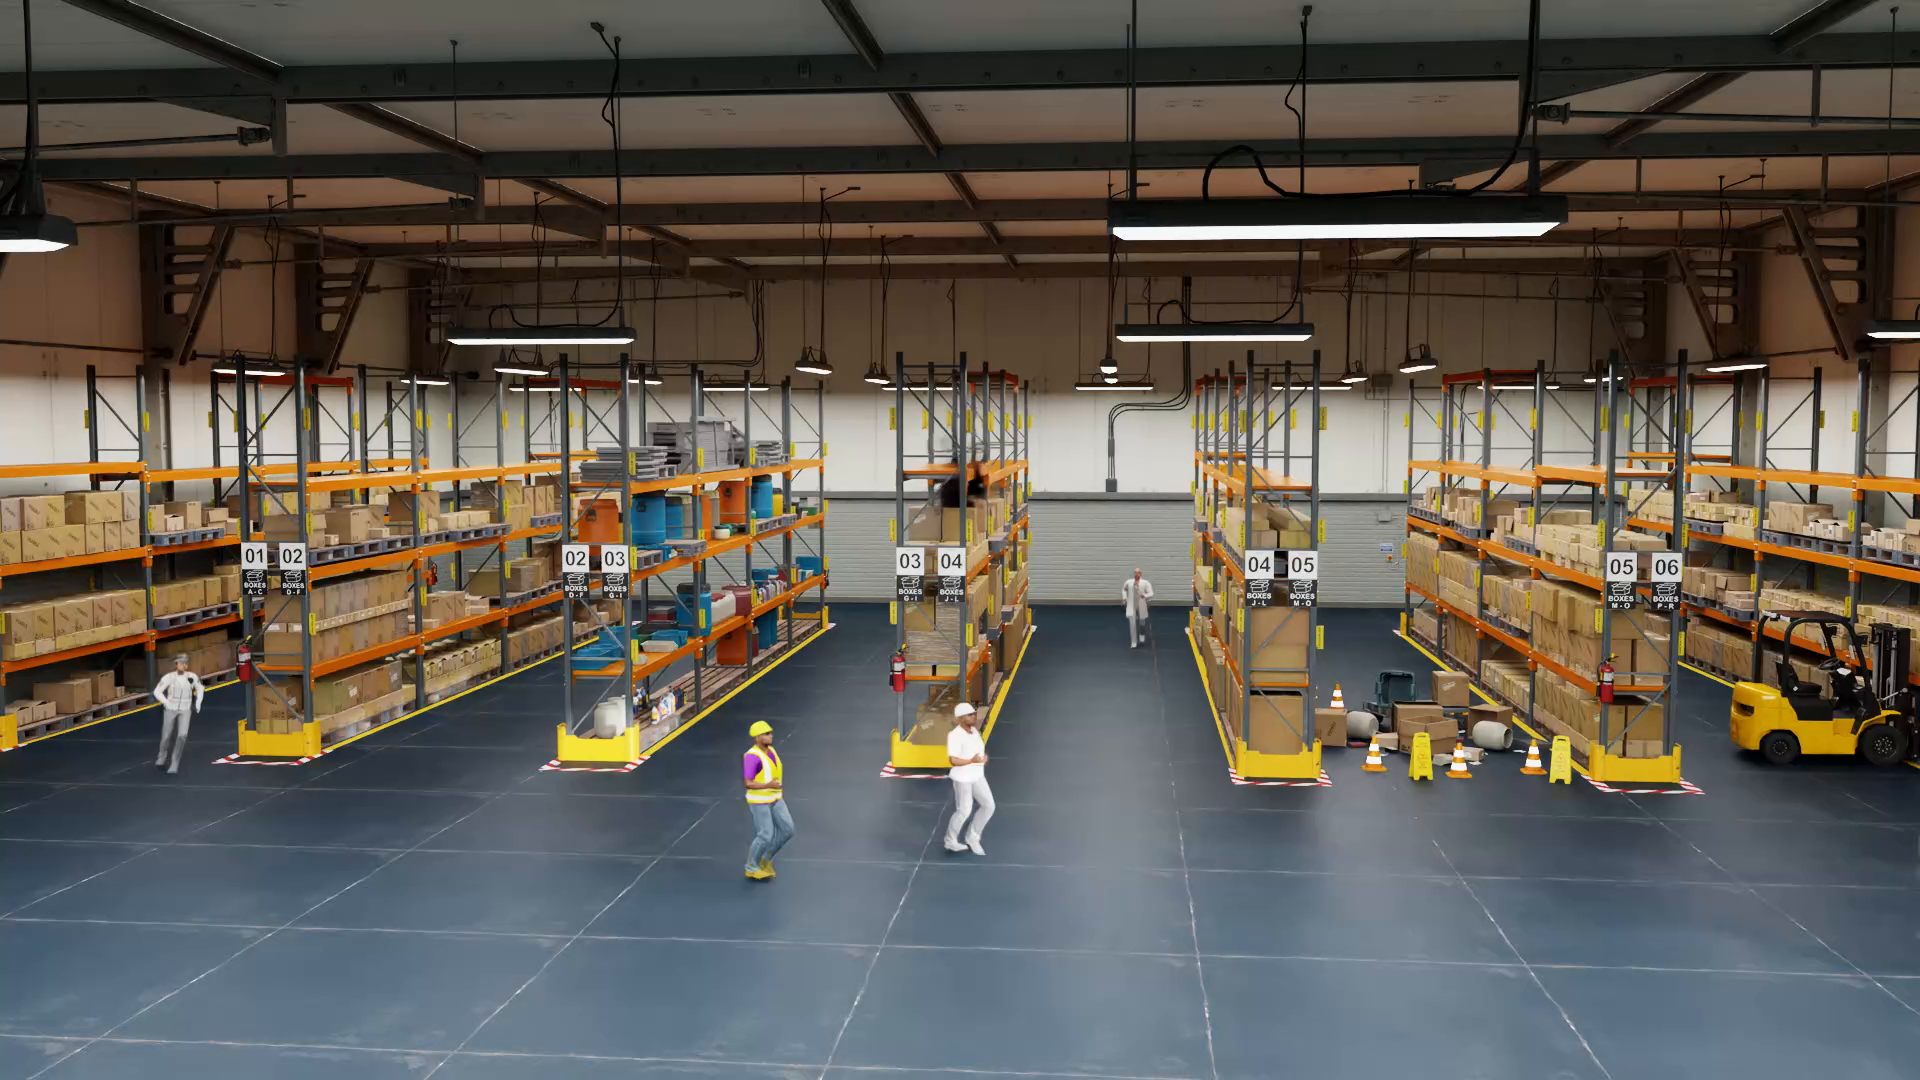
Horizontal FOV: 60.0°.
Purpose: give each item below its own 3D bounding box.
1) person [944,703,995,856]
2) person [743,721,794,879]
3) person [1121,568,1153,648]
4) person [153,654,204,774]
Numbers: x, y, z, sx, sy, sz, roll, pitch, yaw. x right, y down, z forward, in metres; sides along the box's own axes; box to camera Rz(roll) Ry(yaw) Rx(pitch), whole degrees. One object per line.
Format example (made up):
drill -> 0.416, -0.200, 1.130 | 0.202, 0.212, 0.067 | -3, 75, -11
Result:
person -> 0.117, 2.768, 19.151 | 0.683, 1.794, 0.677 | 3, 5, 35
person -> -2.070, 2.843, 18.095 | 0.626, 1.750, 0.680 | 2, 5, 26
person -> 3.924, 1.499, 36.913 | 0.719, 1.751, 0.969 | 1, 4, 10
person -> -11.248, 2.478, 23.962 | 0.675, 1.703, 0.667 | -2, 5, -28
